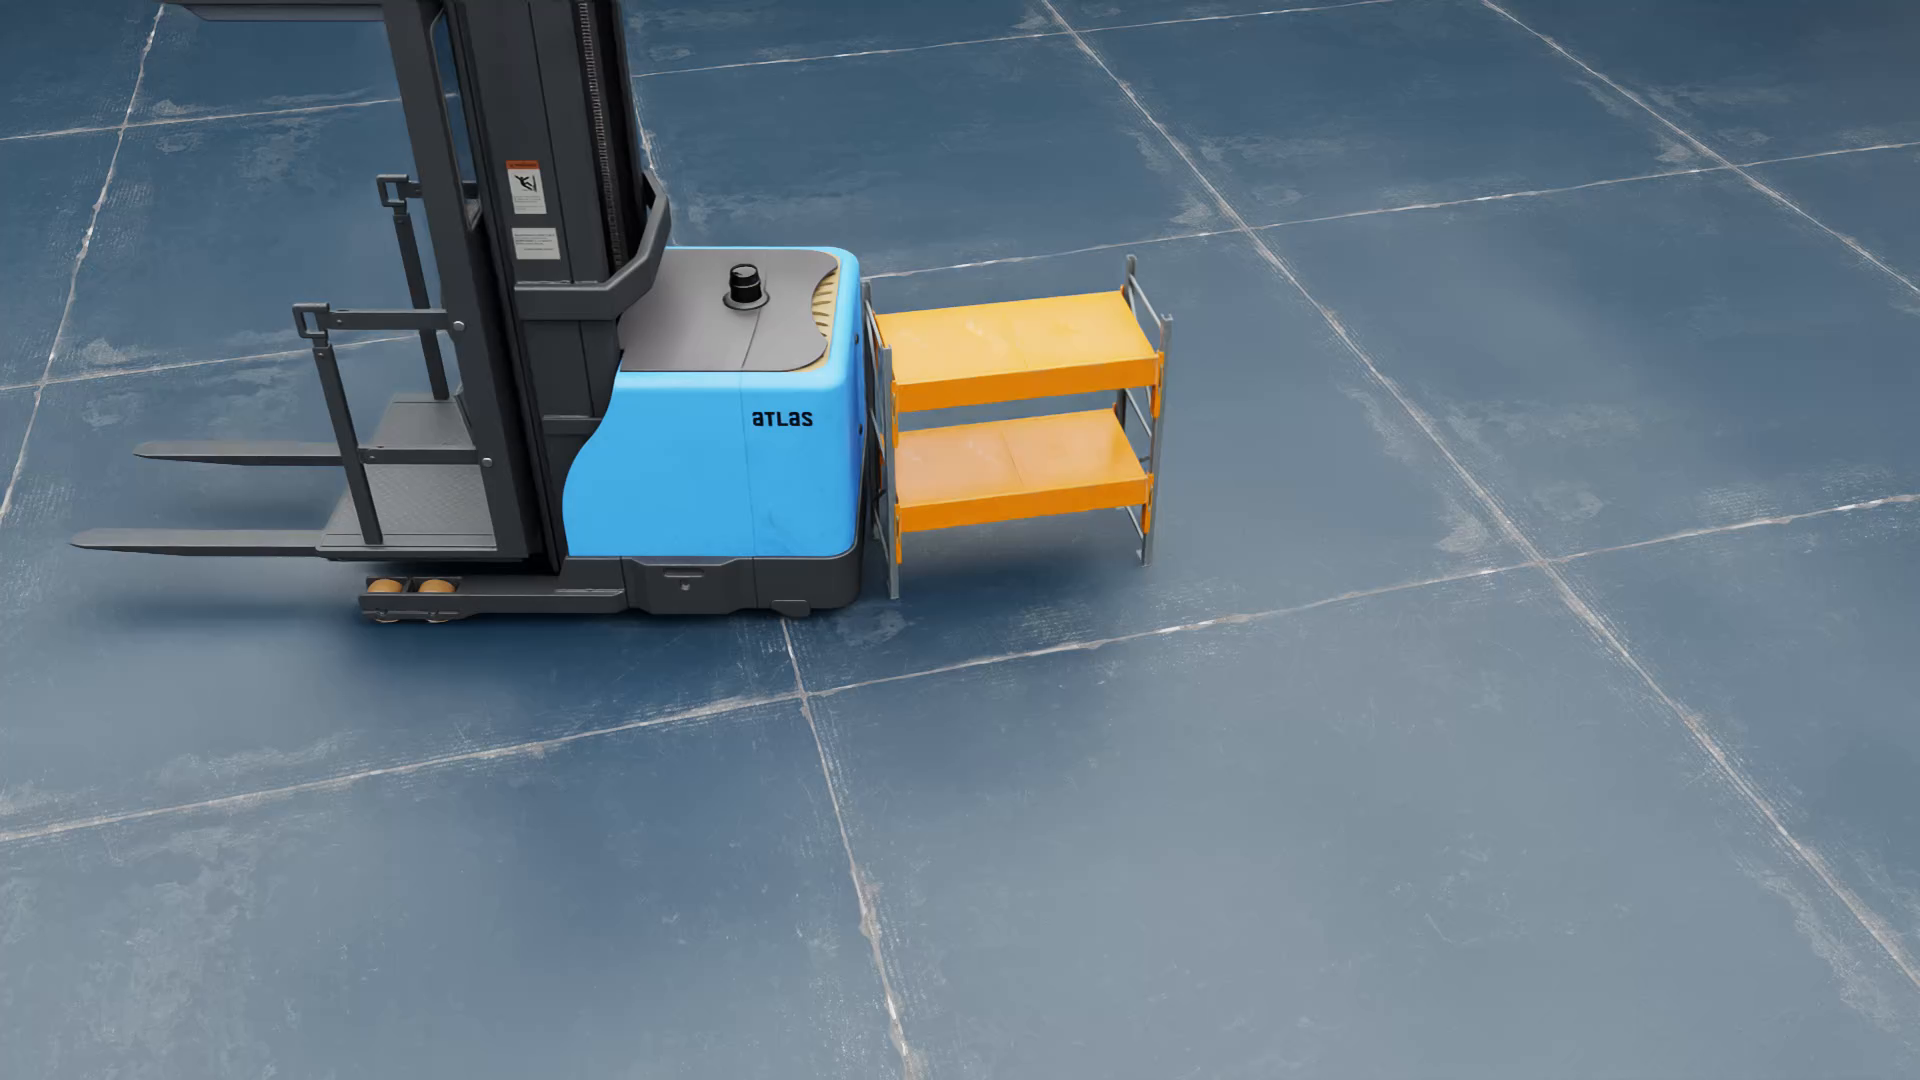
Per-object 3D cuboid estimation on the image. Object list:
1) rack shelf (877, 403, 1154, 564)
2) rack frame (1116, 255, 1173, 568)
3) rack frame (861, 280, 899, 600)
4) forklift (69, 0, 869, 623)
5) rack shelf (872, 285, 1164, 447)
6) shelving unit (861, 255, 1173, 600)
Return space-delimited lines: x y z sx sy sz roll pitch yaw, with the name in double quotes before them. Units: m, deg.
"rack shelf" 0.197 -0.231 6.529 1.000 0.278 0.538 -7 38 -9
"rack frame" 0.696 -0.487 6.460 0.032 1.125 0.500 -7 38 -9
"rack frame" -0.301 -0.364 6.301 0.032 1.125 0.500 -7 38 -9
"forklift" -1.897 -1.171 5.868 3.031 2.935 1.130 0 37 0
"rack shelf" 0.197 -0.658 6.203 1.000 0.278 0.538 -7 38 -9
"shelving unit" 0.197 -0.426 6.380 1.048 1.125 0.538 -7 38 -9
